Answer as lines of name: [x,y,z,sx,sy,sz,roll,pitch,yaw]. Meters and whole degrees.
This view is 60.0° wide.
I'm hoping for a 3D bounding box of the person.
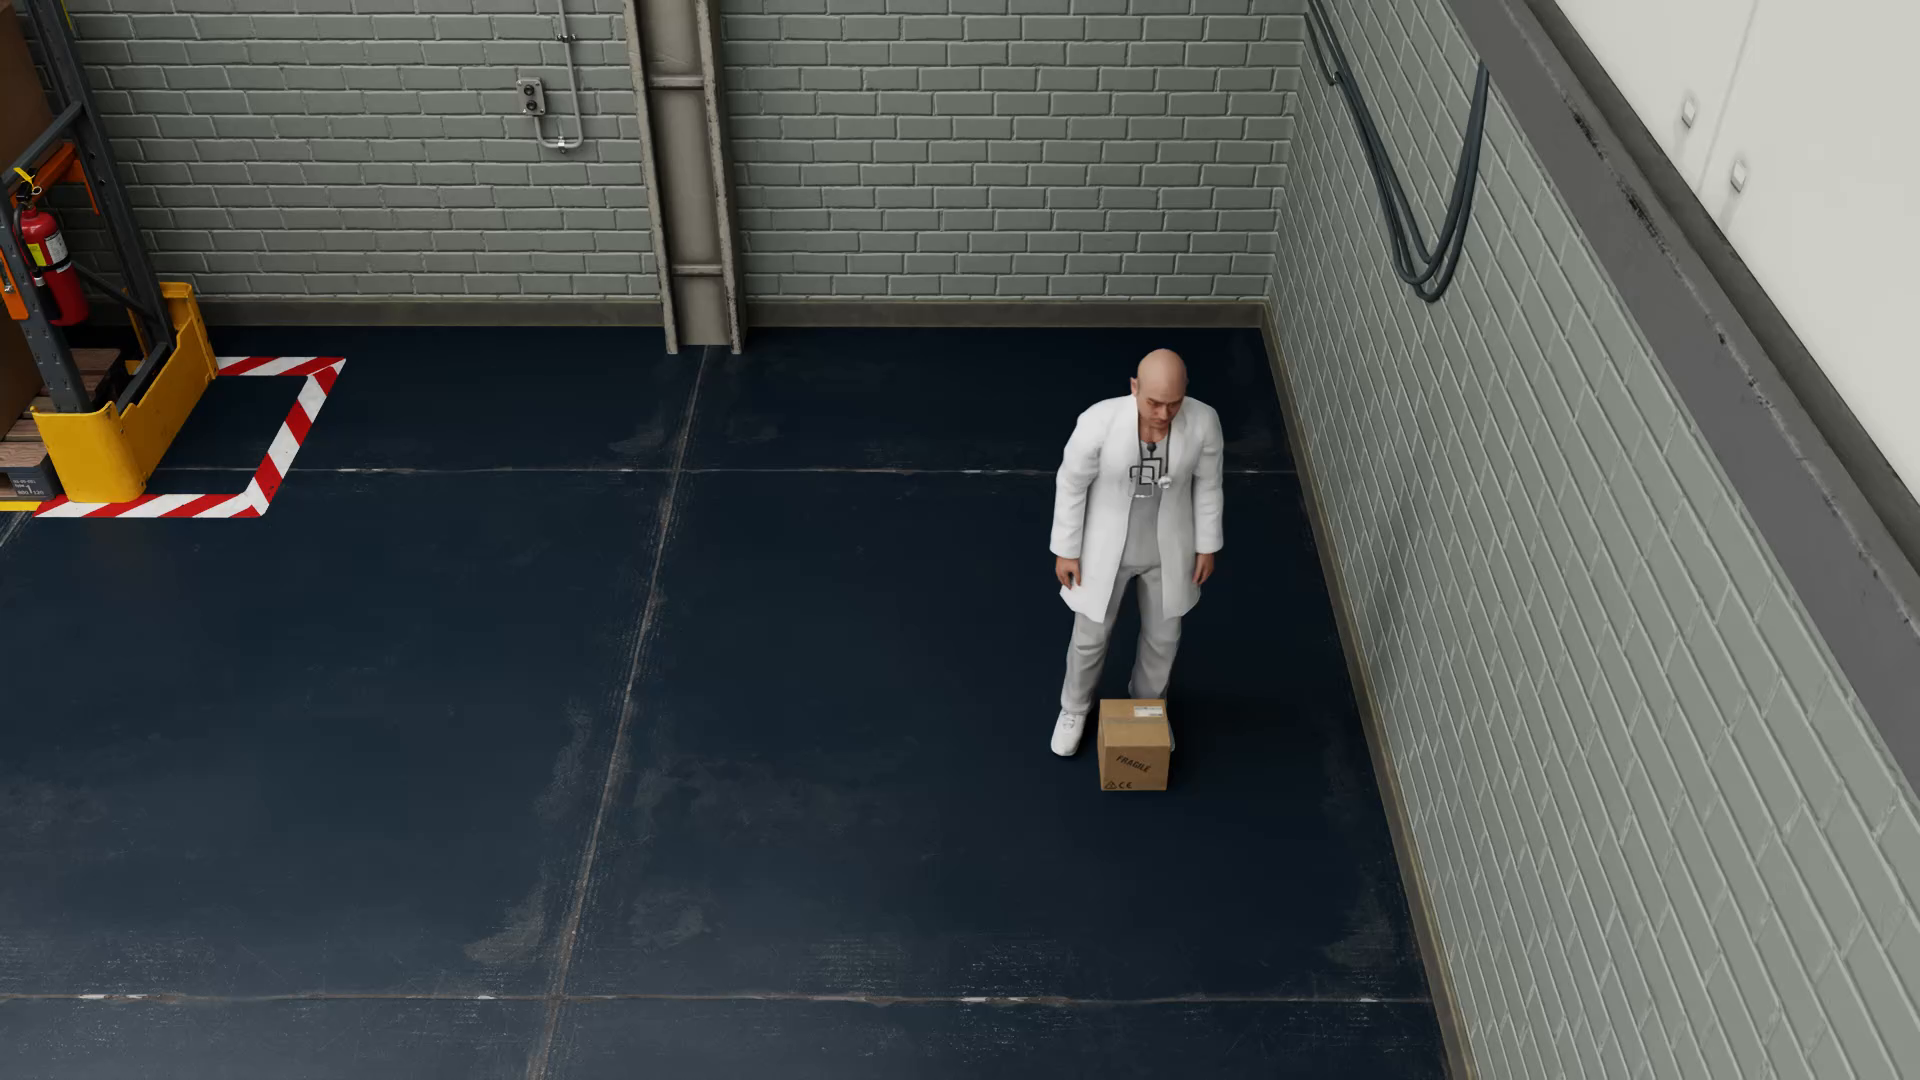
person: [0.650,0.043,6.115,0.643,1.772,0.433,-2,39,-2]
